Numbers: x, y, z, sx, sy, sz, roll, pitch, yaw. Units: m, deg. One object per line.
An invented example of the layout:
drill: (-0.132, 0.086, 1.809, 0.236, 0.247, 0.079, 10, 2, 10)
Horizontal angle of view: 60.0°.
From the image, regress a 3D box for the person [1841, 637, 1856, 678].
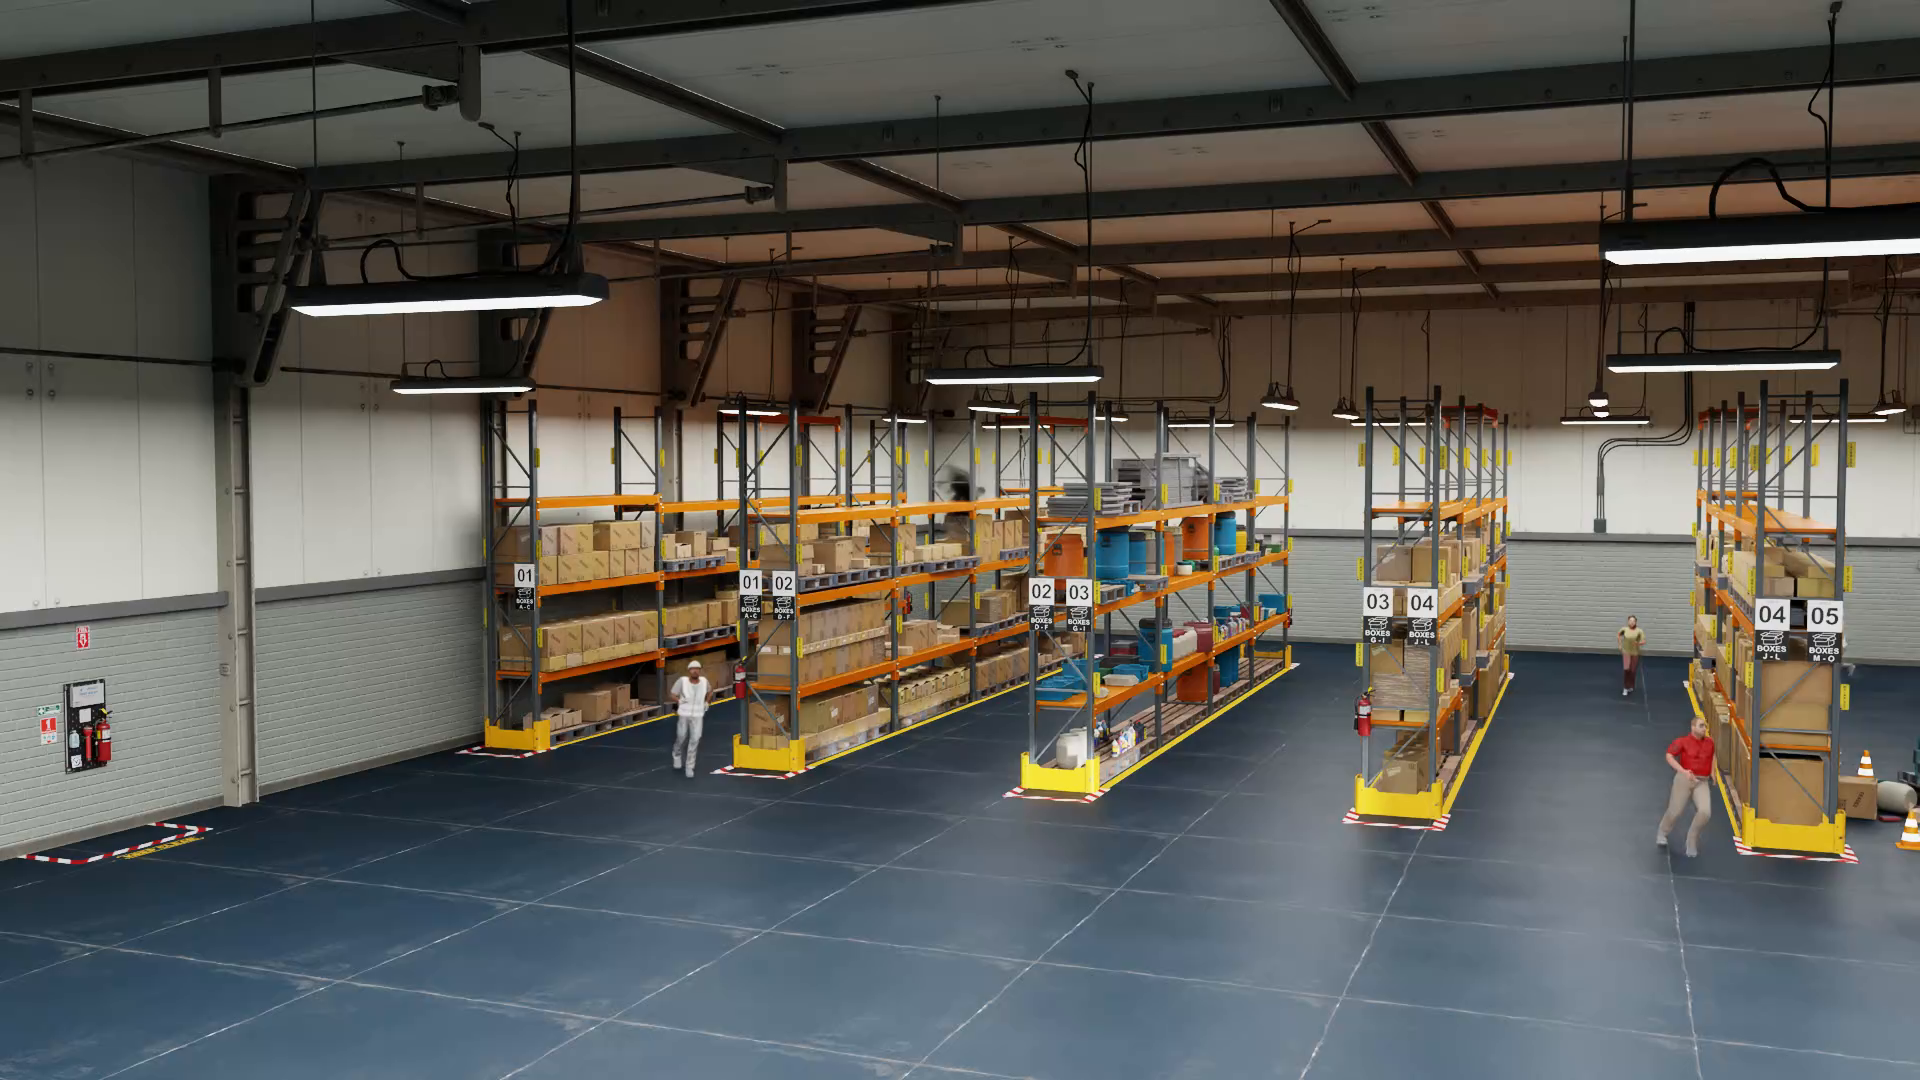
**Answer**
person: (19.267, 2.370, 36.527, 0.807, 1.711, 0.653, 0, 3, 10)

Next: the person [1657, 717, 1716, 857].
person: (9.312, 3.127, 21.159, 0.737, 1.759, 0.698, 0, 3, -1)

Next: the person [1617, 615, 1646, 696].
person: (14.176, 2.437, 35.125, 0.572, 1.702, 0.682, 1, 3, 22)

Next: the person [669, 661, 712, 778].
person: (-4.255, 2.803, 26.368, 0.694, 1.792, 0.909, -1, 3, -18)
